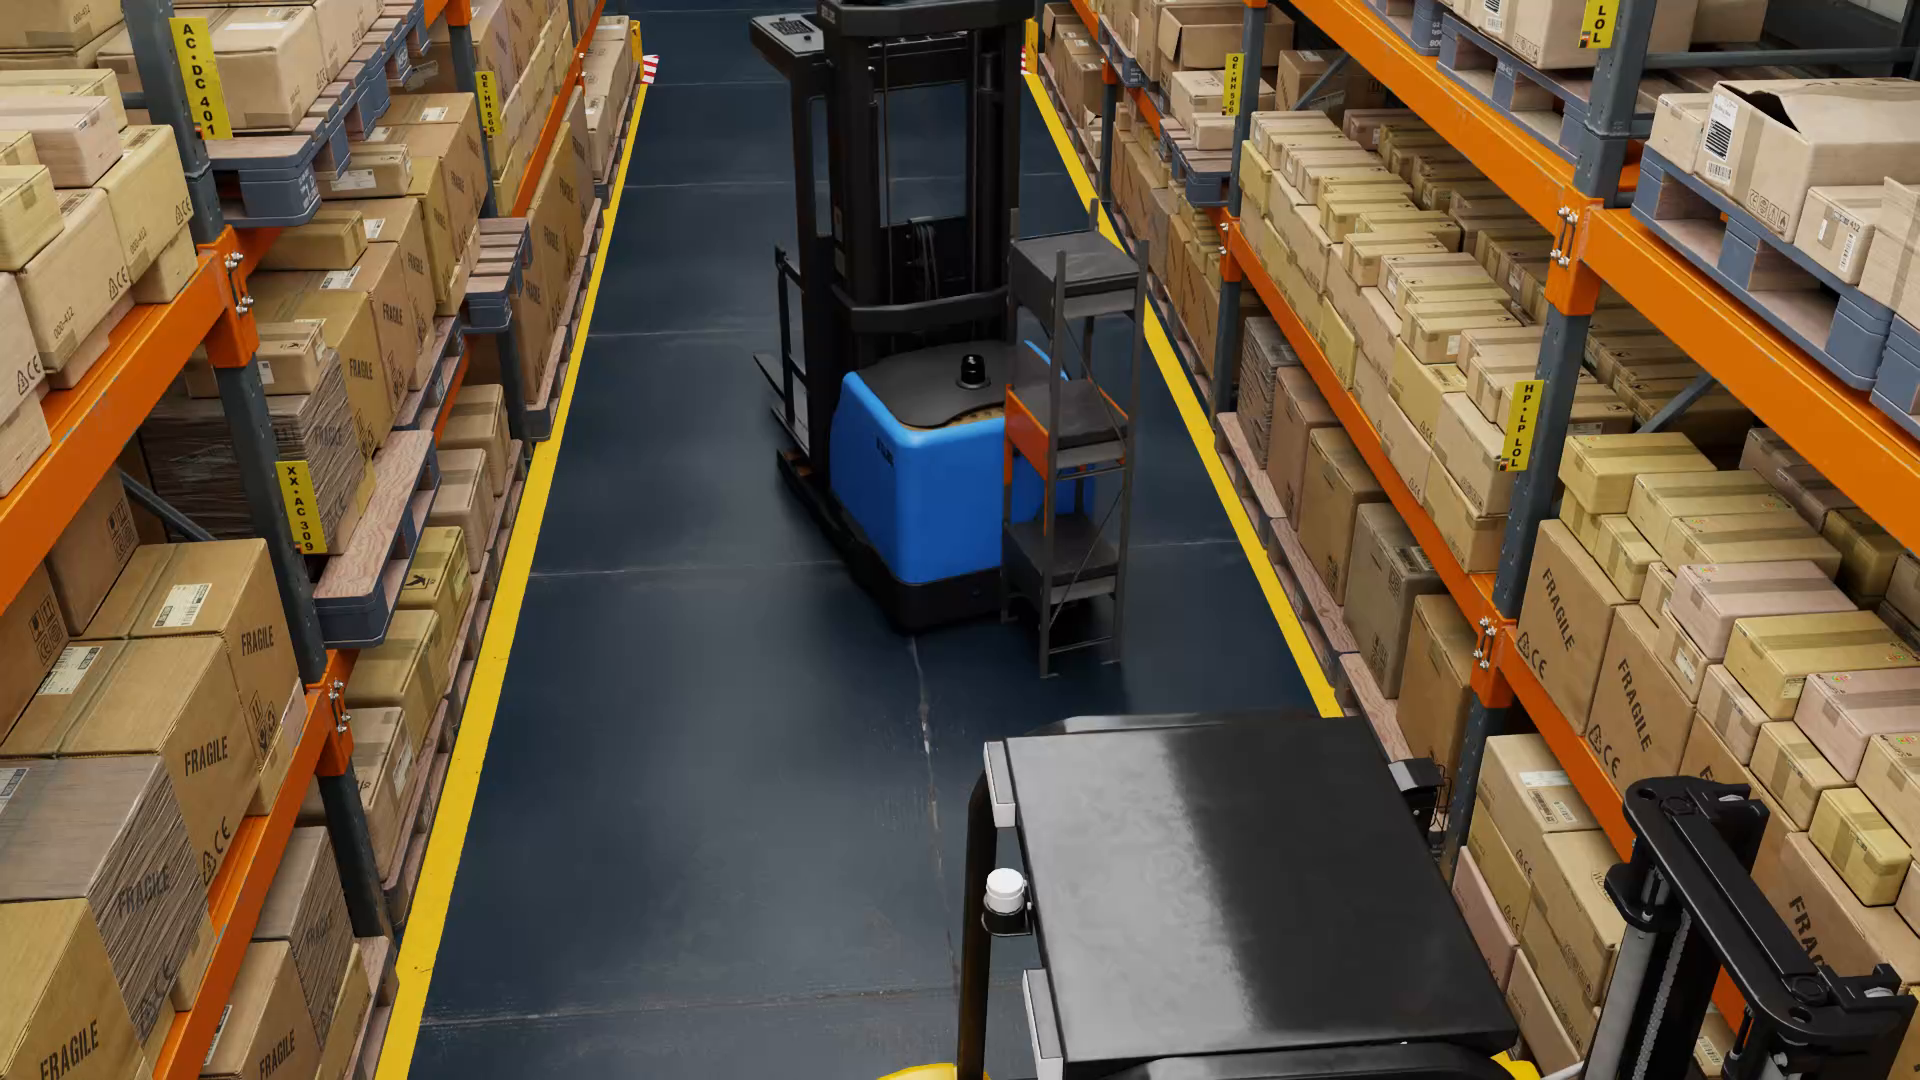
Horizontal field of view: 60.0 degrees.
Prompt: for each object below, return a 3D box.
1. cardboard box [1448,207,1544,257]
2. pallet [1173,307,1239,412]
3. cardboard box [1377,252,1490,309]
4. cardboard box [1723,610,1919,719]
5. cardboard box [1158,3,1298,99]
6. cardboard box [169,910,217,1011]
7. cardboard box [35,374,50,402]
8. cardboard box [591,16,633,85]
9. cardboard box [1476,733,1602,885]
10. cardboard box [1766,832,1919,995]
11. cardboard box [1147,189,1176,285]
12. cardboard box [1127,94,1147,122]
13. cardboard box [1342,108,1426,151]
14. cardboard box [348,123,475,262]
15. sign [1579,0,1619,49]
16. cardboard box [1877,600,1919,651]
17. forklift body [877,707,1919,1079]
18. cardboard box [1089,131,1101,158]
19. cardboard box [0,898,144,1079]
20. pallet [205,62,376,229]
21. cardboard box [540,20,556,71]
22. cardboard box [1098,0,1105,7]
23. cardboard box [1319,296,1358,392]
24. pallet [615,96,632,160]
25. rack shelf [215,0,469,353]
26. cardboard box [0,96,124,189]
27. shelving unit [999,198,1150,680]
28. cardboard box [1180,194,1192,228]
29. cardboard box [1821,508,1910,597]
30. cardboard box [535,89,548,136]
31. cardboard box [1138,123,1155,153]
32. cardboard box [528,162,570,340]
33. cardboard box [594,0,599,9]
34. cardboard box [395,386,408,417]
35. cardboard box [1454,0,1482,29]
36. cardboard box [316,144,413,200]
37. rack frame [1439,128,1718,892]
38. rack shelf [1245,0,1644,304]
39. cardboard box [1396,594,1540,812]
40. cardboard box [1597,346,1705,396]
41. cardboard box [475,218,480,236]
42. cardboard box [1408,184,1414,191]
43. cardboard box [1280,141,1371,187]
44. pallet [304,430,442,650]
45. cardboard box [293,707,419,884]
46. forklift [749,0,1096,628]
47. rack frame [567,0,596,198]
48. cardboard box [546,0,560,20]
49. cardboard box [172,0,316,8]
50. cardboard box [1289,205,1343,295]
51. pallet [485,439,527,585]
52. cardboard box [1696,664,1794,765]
[{"bbox_3d":[2.382,-1.361,7.373,0.380,0.149,0.250,-2,31,-3],"label":"cardboard box"},{"bbox_3d":[1.956,-1.165,10.494,1.003,0.211,1.213,-3,31,-5],"label":"pallet"},{"bbox_3d":[1.960,-1.073,6.891,0.380,0.149,0.250,-2,31,-4],"label":"cardboard box"},{"bbox_3d":[2.216,0.318,4.273,0.380,0.149,0.250,-3,31,-5],"label":"cardboard box"},{"bbox_3d":[1.651,-3.028,10.384,0.797,0.503,0.637,-3,31,-6],"label":"cardboard box"},{"bbox_3d":[-2.149,1.079,4.264,0.380,0.149,0.250,-3,31,-5],"label":"cardboard box"},{"bbox_3d":[-2.287,-0.336,3.707,0.380,0.149,0.250,-4,31,-6],"label":"cardboard box"},{"bbox_3d":[-3.540,-4.572,15.568,0.875,0.438,0.875,-4,31,-6],"label":"cardboard box"},{"bbox_3d":[2.094,0.896,5.621,0.500,0.250,0.500,-3,31,-5],"label":"cardboard box"},{"bbox_3d":[2.282,1.041,3.985,0.500,0.500,0.500,-3,31,-4],"label":"cardboard box"},{"bbox_3d":[1.579,-2.079,11.334,0.500,0.500,0.500,-4,31,-6],"label":"cardboard box"},{"bbox_3d":[1.454,-3.208,12.301,0.380,0.149,0.250,-4,31,-7],"label":"cardboard box"},{"bbox_3d":[2.219,-2.144,8.684,0.380,0.149,0.250,-2,31,-3],"label":"cardboard box"},{"bbox_3d":[-2.576,-1.608,7.720,0.500,0.500,0.500,-3,31,-5],"label":"cardboard box"},{"bbox_3d":[1.822,-1.551,4.685,0.100,0.325,0.005,-3,31,-5],"label":"sign"},{"bbox_3d":[2.784,0.286,4.616,0.380,0.149,0.250,-3,31,-4],"label":"cardboard box"},{"bbox_3d":[0.742,1.589,3.992,2.313,2.155,1.214,-3,31,-5],"label":"forklift body"},{"bbox_3d":[1.269,-3.248,13.633,0.380,0.149,0.250,-4,31,-6],"label":"cardboard box"},{"bbox_3d":[-2.131,1.136,3.536,0.500,0.500,0.500,-3,31,-6],"label":"cardboard box"},{"bbox_3d":[-2.532,-1.224,5.133,1.213,0.211,1.003,-3,31,-5],"label":"pallet"},{"bbox_3d":[-2.936,-3.199,10.840,0.500,0.250,0.500,-2,31,-3],"label":"cardboard box"},{"bbox_3d":[1.323,-4.333,12.935,0.500,0.250,0.500,-2,31,-3],"label":"cardboard box"},{"bbox_3d":[1.930,-0.892,7.464,0.500,0.250,0.500,-2,31,-3],"label":"cardboard box"},{"bbox_3d":[-3.438,-3.601,14.572,1.003,0.211,1.213,-3,31,-5],"label":"pallet"},{"bbox_3d":[-2.767,-1.697,6.442,1.077,0.370,4.000,-3,31,-5],"label":"rack shelf"},{"bbox_3d":[-2.233,-0.939,3.939,0.380,0.149,0.250,-3,31,-6],"label":"cardboard box"},{"bbox_3d":[0.478,-0.405,7.370,0.431,2.100,0.503,-11,34,-18],"label":"shelving unit"},{"bbox_3d":[1.649,-2.143,10.809,0.380,0.149,0.250,-3,31,-5],"label":"cardboard box"},{"bbox_3d":[2.712,0.027,4.759,0.380,0.149,0.250,-3,31,-5],"label":"cardboard box"},{"bbox_3d":[-2.908,-2.718,10.521,0.500,0.250,0.500,-3,31,-5],"label":"cardboard box"},{"bbox_3d":[1.521,-2.943,12.147,0.380,0.149,0.250,-4,31,-7],"label":"cardboard box"},{"bbox_3d":[-3.015,-1.820,10.534,0.875,0.875,0.875,-2,31,-4],"label":"cardboard box"},{"bbox_3d":[-3.194,-4.588,13.408,0.500,0.500,0.500,-3,31,-4],"label":"cardboard box"},{"bbox_3d":[-2.438,-0.595,6.657,0.380,0.149,0.250,-3,31,-4],"label":"cardboard box"},{"bbox_3d":[1.956,-1.887,5.796,0.380,0.149,0.250,-3,31,-5],"label":"cardboard box"},{"bbox_3d":[-2.520,-1.547,6.985,0.380,0.149,0.250,-4,31,-7],"label":"cardboard box"},{"bbox_3d":[2.361,0.063,5.719,1.000,3.000,0.127,-3,31,-5],"label":"rack frame"},{"bbox_3d":[2.174,-1.937,6.844,1.077,0.370,4.000,-3,31,-5],"label":"rack shelf"},{"bbox_3d":[2.301,0.637,6.665,0.875,0.625,0.625,-1,31,-2],"label":"cardboard box"},{"bbox_3d":[2.569,-0.587,6.078,0.380,0.149,0.250,-4,31,-6],"label":"cardboard box"},{"bbox_3d":[-2.592,-1.522,8.209,0.380,0.149,0.250,-2,31,-4],"label":"cardboard box"},{"bbox_3d":[2.356,-1.652,8.250,0.500,0.250,0.500,-2,31,-4],"label":"cardboard box"},{"bbox_3d":[1.800,-1.857,8.204,0.380,0.149,0.250,-2,31,-3],"label":"cardboard box"},{"bbox_3d":[-2.507,-0.012,6.032,1.003,0.211,1.213,-3,31,-5],"label":"pallet"},{"bbox_3d":[-2.632,0.983,6.332,0.950,0.372,0.625,-2,31,-4],"label":"cardboard box"},{"bbox_3d":[-0.374,-1.582,8.540,1.130,2.935,3.031,-12,33,-20],"label":"forklift"},{"bbox_3d":[-3.328,-3.781,12.156,1.000,3.000,0.127,-3,31,-5],"label":"rack frame"},{"bbox_3d":[-2.980,-3.774,11.070,0.500,0.500,0.500,-2,31,-4],"label":"cardboard box"},{"bbox_3d":[-2.292,-1.887,5.308,0.500,0.250,0.500,-3,31,-6],"label":"cardboard box"},{"bbox_3d":[1.862,-1.367,7.772,0.500,0.250,0.500,-4,31,-6],"label":"cardboard box"},{"bbox_3d":[-2.882,-0.143,8.784,1.003,0.211,1.213,-3,31,-5],"label":"pallet"},{"bbox_3d":[2.179,0.445,4.351,0.380,0.149,0.250,-3,31,-5],"label":"cardboard box"}]
